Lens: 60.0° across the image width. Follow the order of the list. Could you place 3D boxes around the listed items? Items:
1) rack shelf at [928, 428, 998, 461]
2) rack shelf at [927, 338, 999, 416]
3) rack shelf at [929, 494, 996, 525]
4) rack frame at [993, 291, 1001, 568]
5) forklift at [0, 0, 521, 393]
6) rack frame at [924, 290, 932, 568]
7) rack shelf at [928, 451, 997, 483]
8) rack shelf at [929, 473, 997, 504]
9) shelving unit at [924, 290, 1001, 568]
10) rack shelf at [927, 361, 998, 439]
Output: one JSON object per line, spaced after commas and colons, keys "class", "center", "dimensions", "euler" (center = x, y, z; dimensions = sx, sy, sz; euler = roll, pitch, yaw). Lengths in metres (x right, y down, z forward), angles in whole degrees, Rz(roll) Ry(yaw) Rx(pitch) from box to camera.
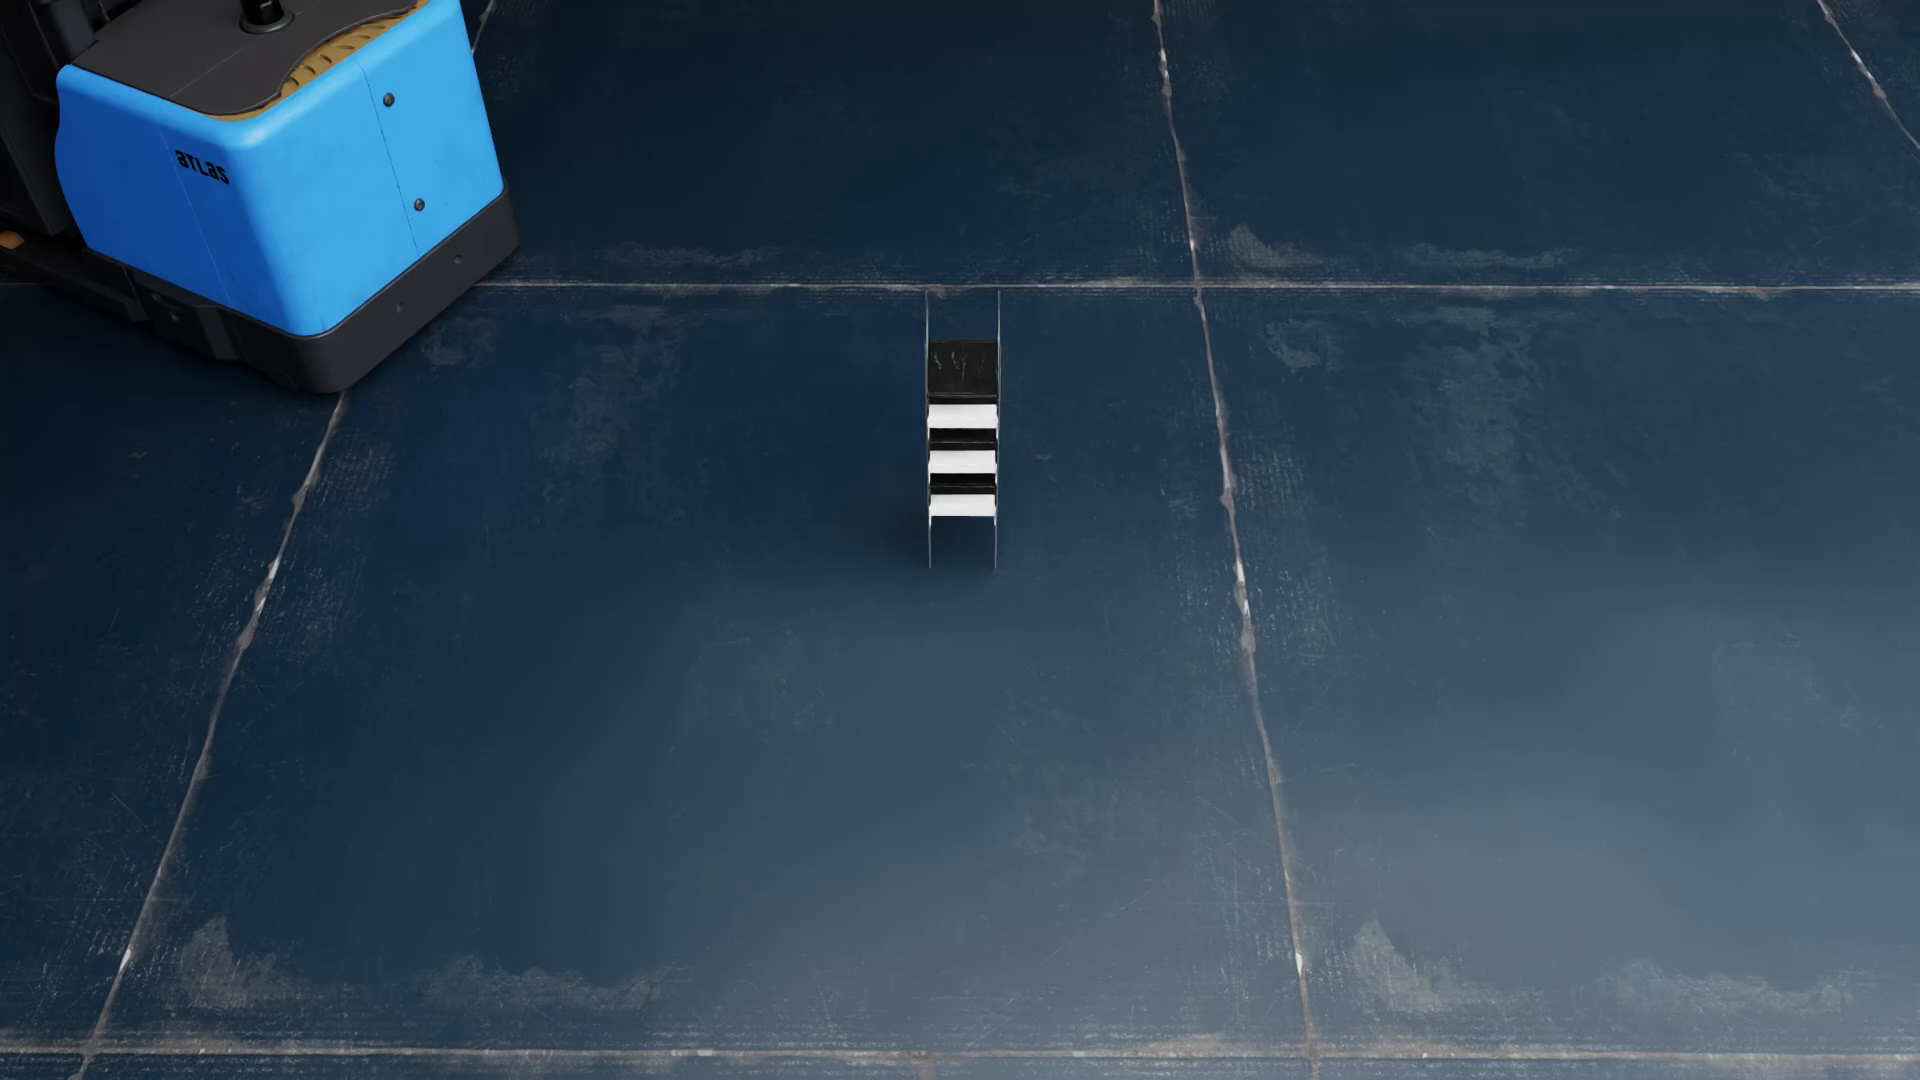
{"class": "rack shelf", "center": [0.008, -0.345, 4.879], "dimensions": [0.200, 0.077, 0.258], "euler": [0, 47, 0]}
{"class": "rack shelf", "center": [0.008, -0.468, 4.747], "dimensions": [0.200, 0.077, 0.258], "euler": [0, 47, 0]}
{"class": "rack shelf", "center": [0.008, -0.161, 5.077], "dimensions": [0.200, 0.077, 0.258], "euler": [0, 47, 0]}
{"class": "rack frame", "center": [0.110, -0.306, 4.920], "dimensions": [0.006, 0.900, 0.240], "euler": [0, 47, 0]}
{"class": "forklift", "center": [-3.174, -2.289, 5.378], "dimensions": [3.031, 2.935, 1.130], "euler": [22, 51, 19]}
{"class": "rack frame", "center": [-0.094, -0.307, 4.921], "dimensions": [0.006, 0.900, 0.240], "euler": [0, 47, 0]}
{"class": "rack shelf", "center": [0.008, -0.284, 4.945], "dimensions": [0.200, 0.077, 0.258], "euler": [0, 47, 0]}
{"class": "rack shelf", "center": [0.008, -0.223, 5.011], "dimensions": [0.200, 0.077, 0.258], "euler": [0, 47, 0]}
{"class": "shelving unit", "center": [0.008, -0.307, 4.921], "dimensions": [0.210, 0.900, 0.258], "euler": [0, 47, 0]}
{"class": "rack shelf", "center": [0.008, -0.406, 4.813], "dimensions": [0.200, 0.077, 0.258], "euler": [0, 47, 0]}
